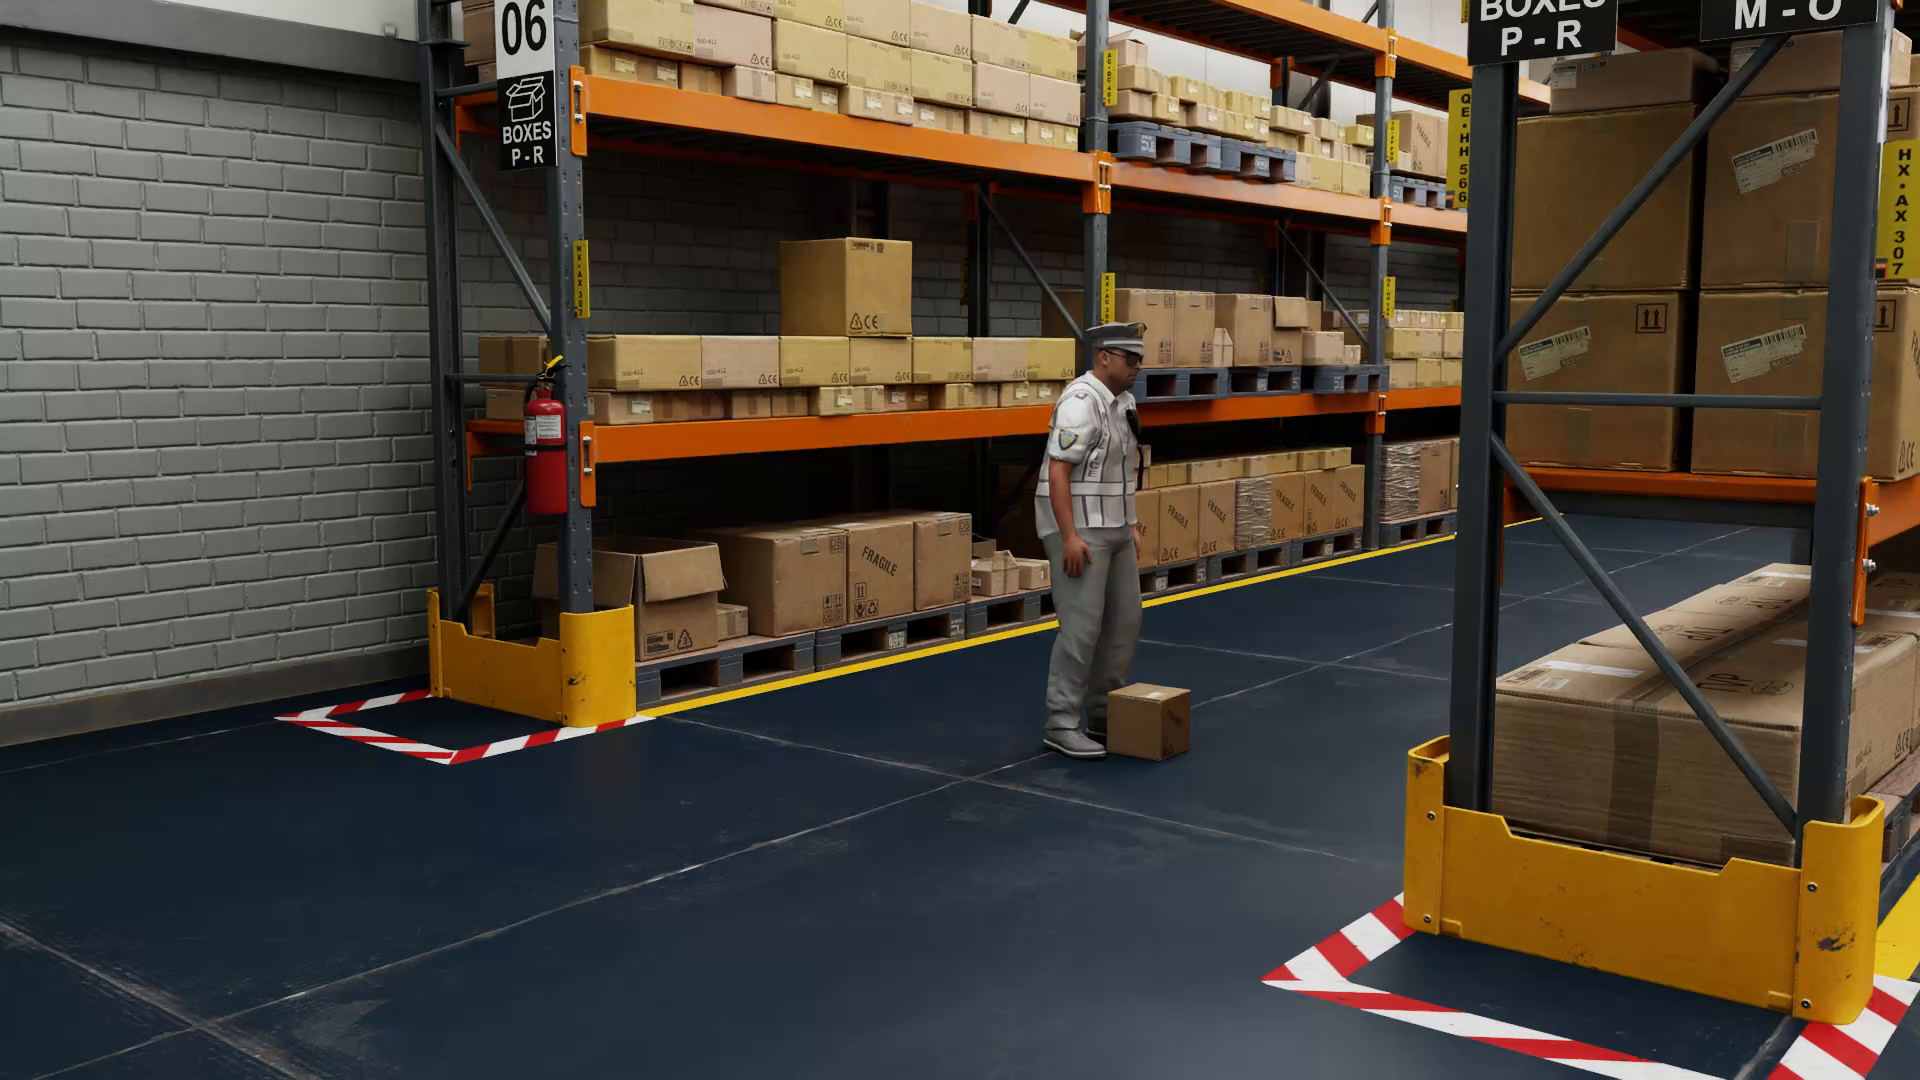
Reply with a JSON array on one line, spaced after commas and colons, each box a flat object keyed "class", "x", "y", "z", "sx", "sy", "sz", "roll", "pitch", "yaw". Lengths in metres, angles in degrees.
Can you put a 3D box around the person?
[{"class": "person", "x": 0.569, "y": -0.021, "z": 6.875, "sx": 0.479, "sy": 1.747, "sz": 0.605, "roll": 5, "pitch": 8, "yaw": 35}]
